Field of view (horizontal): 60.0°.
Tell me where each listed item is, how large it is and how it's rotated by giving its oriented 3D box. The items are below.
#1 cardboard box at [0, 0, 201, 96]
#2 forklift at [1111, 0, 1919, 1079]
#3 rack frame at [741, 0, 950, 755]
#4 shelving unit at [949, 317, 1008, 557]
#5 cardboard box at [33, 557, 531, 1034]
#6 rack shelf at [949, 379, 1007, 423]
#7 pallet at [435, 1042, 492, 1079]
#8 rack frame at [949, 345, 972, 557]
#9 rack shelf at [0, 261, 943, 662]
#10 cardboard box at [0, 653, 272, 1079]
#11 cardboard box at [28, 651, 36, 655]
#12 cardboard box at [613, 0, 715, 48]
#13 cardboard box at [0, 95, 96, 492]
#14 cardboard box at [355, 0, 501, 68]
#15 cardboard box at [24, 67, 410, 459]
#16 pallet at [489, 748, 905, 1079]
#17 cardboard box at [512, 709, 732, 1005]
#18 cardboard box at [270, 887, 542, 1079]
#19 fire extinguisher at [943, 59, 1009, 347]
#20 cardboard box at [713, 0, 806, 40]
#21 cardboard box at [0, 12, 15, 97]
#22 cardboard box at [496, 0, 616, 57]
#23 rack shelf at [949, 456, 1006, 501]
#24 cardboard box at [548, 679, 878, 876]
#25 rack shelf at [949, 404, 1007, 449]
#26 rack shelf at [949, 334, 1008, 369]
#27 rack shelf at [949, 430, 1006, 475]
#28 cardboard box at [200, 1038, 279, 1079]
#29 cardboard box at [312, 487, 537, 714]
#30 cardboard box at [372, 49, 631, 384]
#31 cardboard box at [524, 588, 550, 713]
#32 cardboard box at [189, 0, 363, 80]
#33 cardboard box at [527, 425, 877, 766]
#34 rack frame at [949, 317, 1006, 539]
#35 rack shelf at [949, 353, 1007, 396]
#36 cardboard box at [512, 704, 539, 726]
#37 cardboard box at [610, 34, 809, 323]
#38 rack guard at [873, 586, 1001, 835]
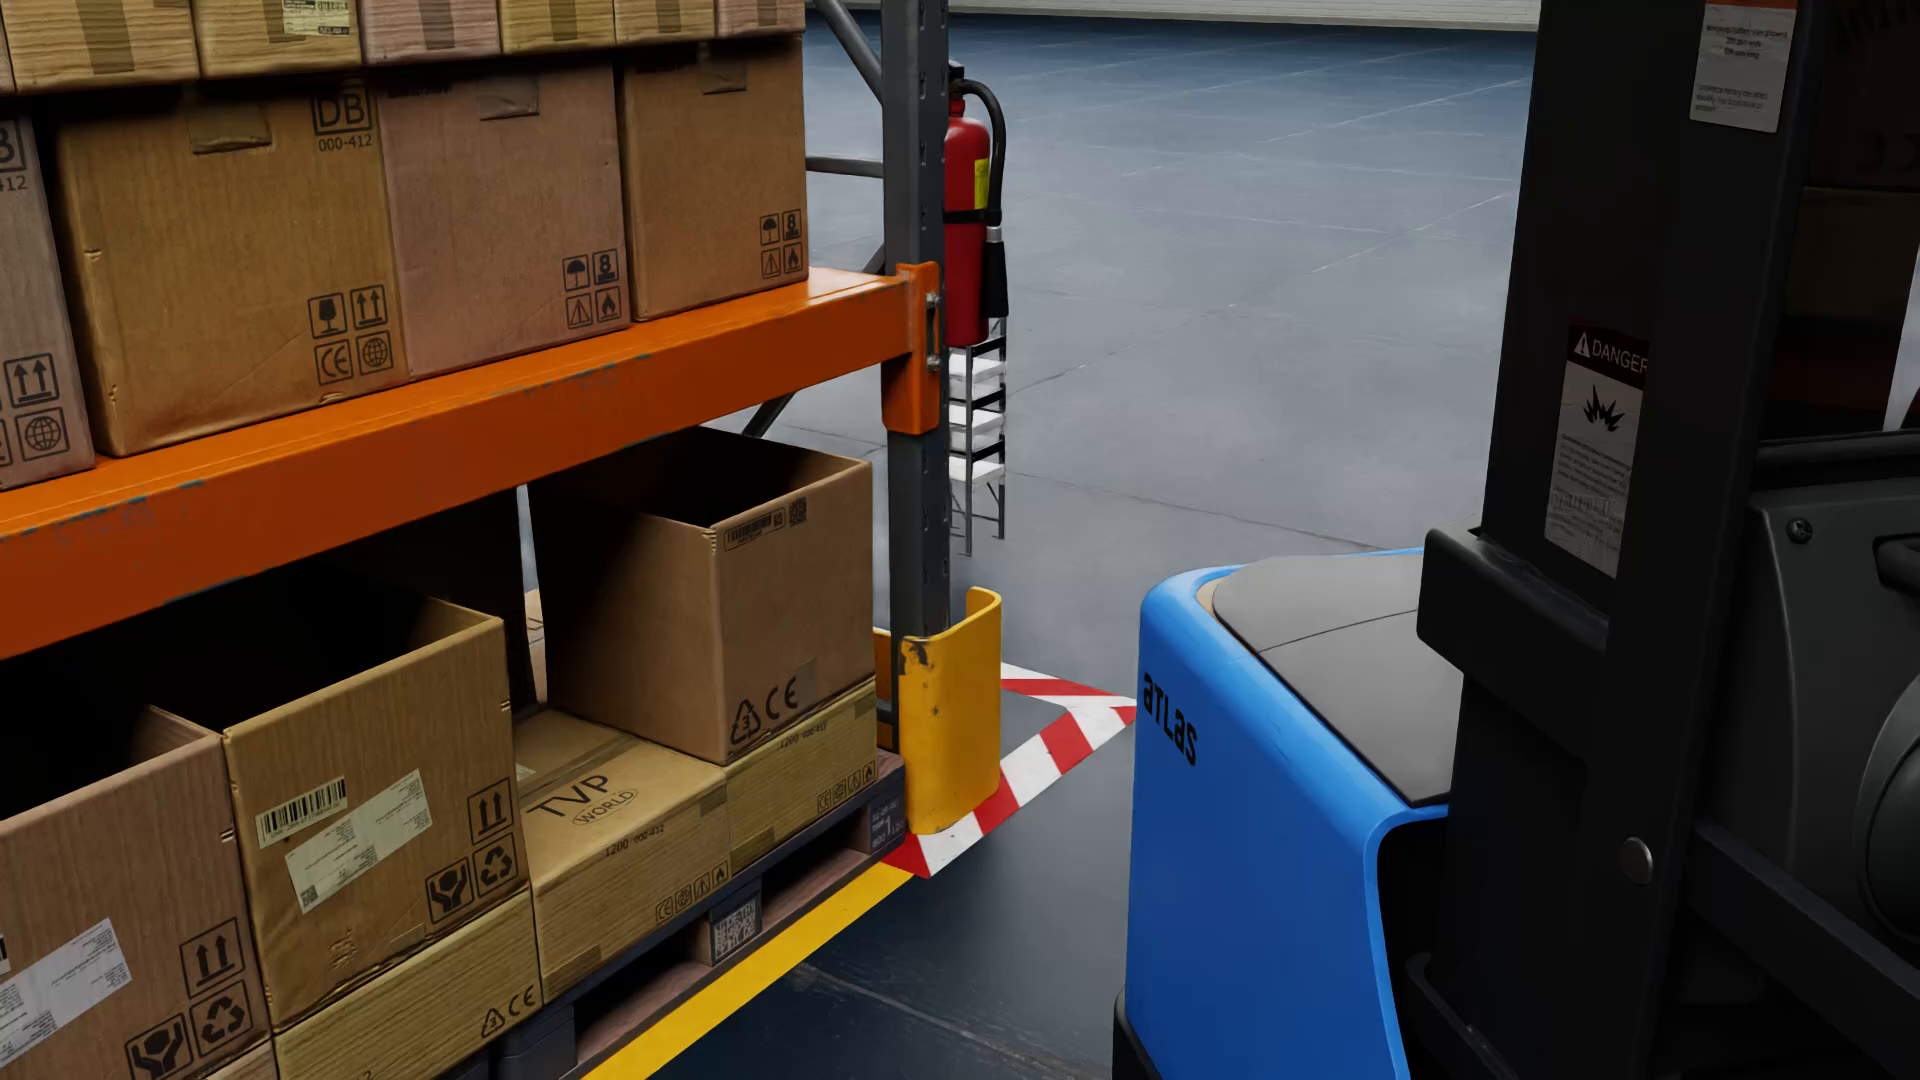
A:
[{"bbox_3d":[-1.253,-0.695,2.241,0.380,0.149,0.250,14,25,33],"label":"cardboard box"},{"bbox_3d":[1.119,0.133,1.180,1.130,2.935,3.031,-5,21,-14],"label":"forklift"},{"bbox_3d":[-0.469,-0.863,3.773,1.000,3.000,0.127,13,24,32],"label":"rack frame"},{"bbox_3d":[-0.005,-0.420,5.603,0.258,0.900,0.210,13,24,32],"label":"shelving unit"},{"bbox_3d":[-1.075,0.380,2.691,0.500,0.500,0.500,13,24,32],"label":"cardboard box"},{"bbox_3d":[-0.005,-0.473,5.583,0.258,0.077,0.200,13,24,32],"label":"rack shelf"},{"bbox_3d":[-1.551,1.021,2.699,1.003,0.211,1.213,13,24,32],"label":"pallet"},{"bbox_3d":[-0.062,-0.391,5.524,0.240,0.900,0.006,13,24,32],"label":"rack frame"},{"bbox_3d":[-1.594,0.049,2.347,1.077,0.370,4.000,13,24,32],"label":"rack shelf"},{"bbox_3d":[-1.357,0.523,2.304,0.500,0.500,0.500,13,24,32],"label":"cardboard box"},{"bbox_3d":[-1.505,0.279,2.965,0.500,0.500,0.500,13,24,32],"label":"cardboard box"},{"bbox_3d":[-0.673,-0.992,3.043,0.380,0.149,0.250,14,24,33],"label":"cardboard box"},{"bbox_3d":[-1.610,-0.333,2.198,0.700,0.500,0.500,14,25,33],"label":"cardboard box"},{"bbox_3d":[-0.959,-0.846,2.650,0.380,0.149,0.250,14,24,33],"label":"cardboard box"},{"bbox_3d":[-1.318,-0.485,2.608,0.700,0.500,0.500,13,24,32],"label":"cardboard box"},{"bbox_3d":[-0.865,0.673,3.642,1.003,0.211,1.213,13,24,32],"label":"pallet"},{"bbox_3d":[-0.798,0.587,3.211,0.500,0.250,0.500,13,24,32],"label":"cardboard box"},{"bbox_3d":[-1.077,0.731,2.823,0.500,0.250,0.500,13,24,32],"label":"cardboard box"},{"bbox_3d":[-0.019,-0.770,3.633,0.296,0.674,0.183,13,24,32],"label":"fire extinguisher"},{"bbox_3d":[-0.527,-1.067,3.246,0.380,0.149,0.250,13,24,31],"label":"cardboard box"},{"bbox_3d":[-1.397,-0.621,2.042,0.380,0.149,0.250,13,24,31],"label":"cardboard box"},{"bbox_3d":[-0.816,-0.918,2.844,0.380,0.149,0.250,13,24,31],"label":"cardboard box"},{"bbox_3d":[-0.005,-0.220,5.677,0.258,0.077,0.200,13,24,32],"label":"rack shelf"},{"bbox_3d":[-0.526,0.442,3.606,0.500,0.250,0.500,13,24,32],"label":"cardboard box"},{"bbox_3d":[-0.005,-0.388,5.614,0.258,0.077,0.200,13,24,32],"label":"rack shelf"},{"bbox_3d":[-0.005,-0.642,5.520,0.258,0.077,0.200,13,24,32],"label":"rack shelf"},{"bbox_3d":[-0.005,-0.304,5.645,0.258,0.077,0.200,13,24,32],"label":"rack shelf"},{"bbox_3d":[-1.360,0.874,2.436,0.500,0.250,0.500,13,24,32],"label":"cardboard box"},{"bbox_3d":[-1.234,0.133,3.360,0.500,0.500,0.500,13,24,32],"label":"cardboard box"},{"bbox_3d":[-1.034,-0.626,2.991,0.700,0.500,0.500,14,24,33],"label":"cardboard box"},{"bbox_3d":[-0.955,0.341,3.879,0.500,0.250,0.500,13,24,32],"label":"cardboard box"},{"bbox_3d":[-1.107,-0.771,2.446,0.380,0.149,0.250,14,25,33],"label":"cardboard box"},{"bbox_3d":[-0.525,0.090,3.474,0.500,0.500,0.500,13,24,32],"label":"cardboard box"},{"bbox_3d":[0.053,-0.449,5.681,0.240,0.900,0.006,13,24,32],"label":"rack frame"},{"bbox_3d":[-0.005,-0.557,5.552,0.258,0.077,0.200,13,24,32],"label":"rack shelf"},{"bbox_3d":[-1.233,0.485,3.489,0.500,0.250,0.500,13,24,32],"label":"cardboard box"},{"bbox_3d":[-0.742,-0.778,3.400,0.700,0.500,0.500,13,24,32],"label":"cardboard box"},{"bbox_3d":[-0.456,0.303,4.225,1.175,0.500,0.348,13,24,32],"label":"rack guard"}]
